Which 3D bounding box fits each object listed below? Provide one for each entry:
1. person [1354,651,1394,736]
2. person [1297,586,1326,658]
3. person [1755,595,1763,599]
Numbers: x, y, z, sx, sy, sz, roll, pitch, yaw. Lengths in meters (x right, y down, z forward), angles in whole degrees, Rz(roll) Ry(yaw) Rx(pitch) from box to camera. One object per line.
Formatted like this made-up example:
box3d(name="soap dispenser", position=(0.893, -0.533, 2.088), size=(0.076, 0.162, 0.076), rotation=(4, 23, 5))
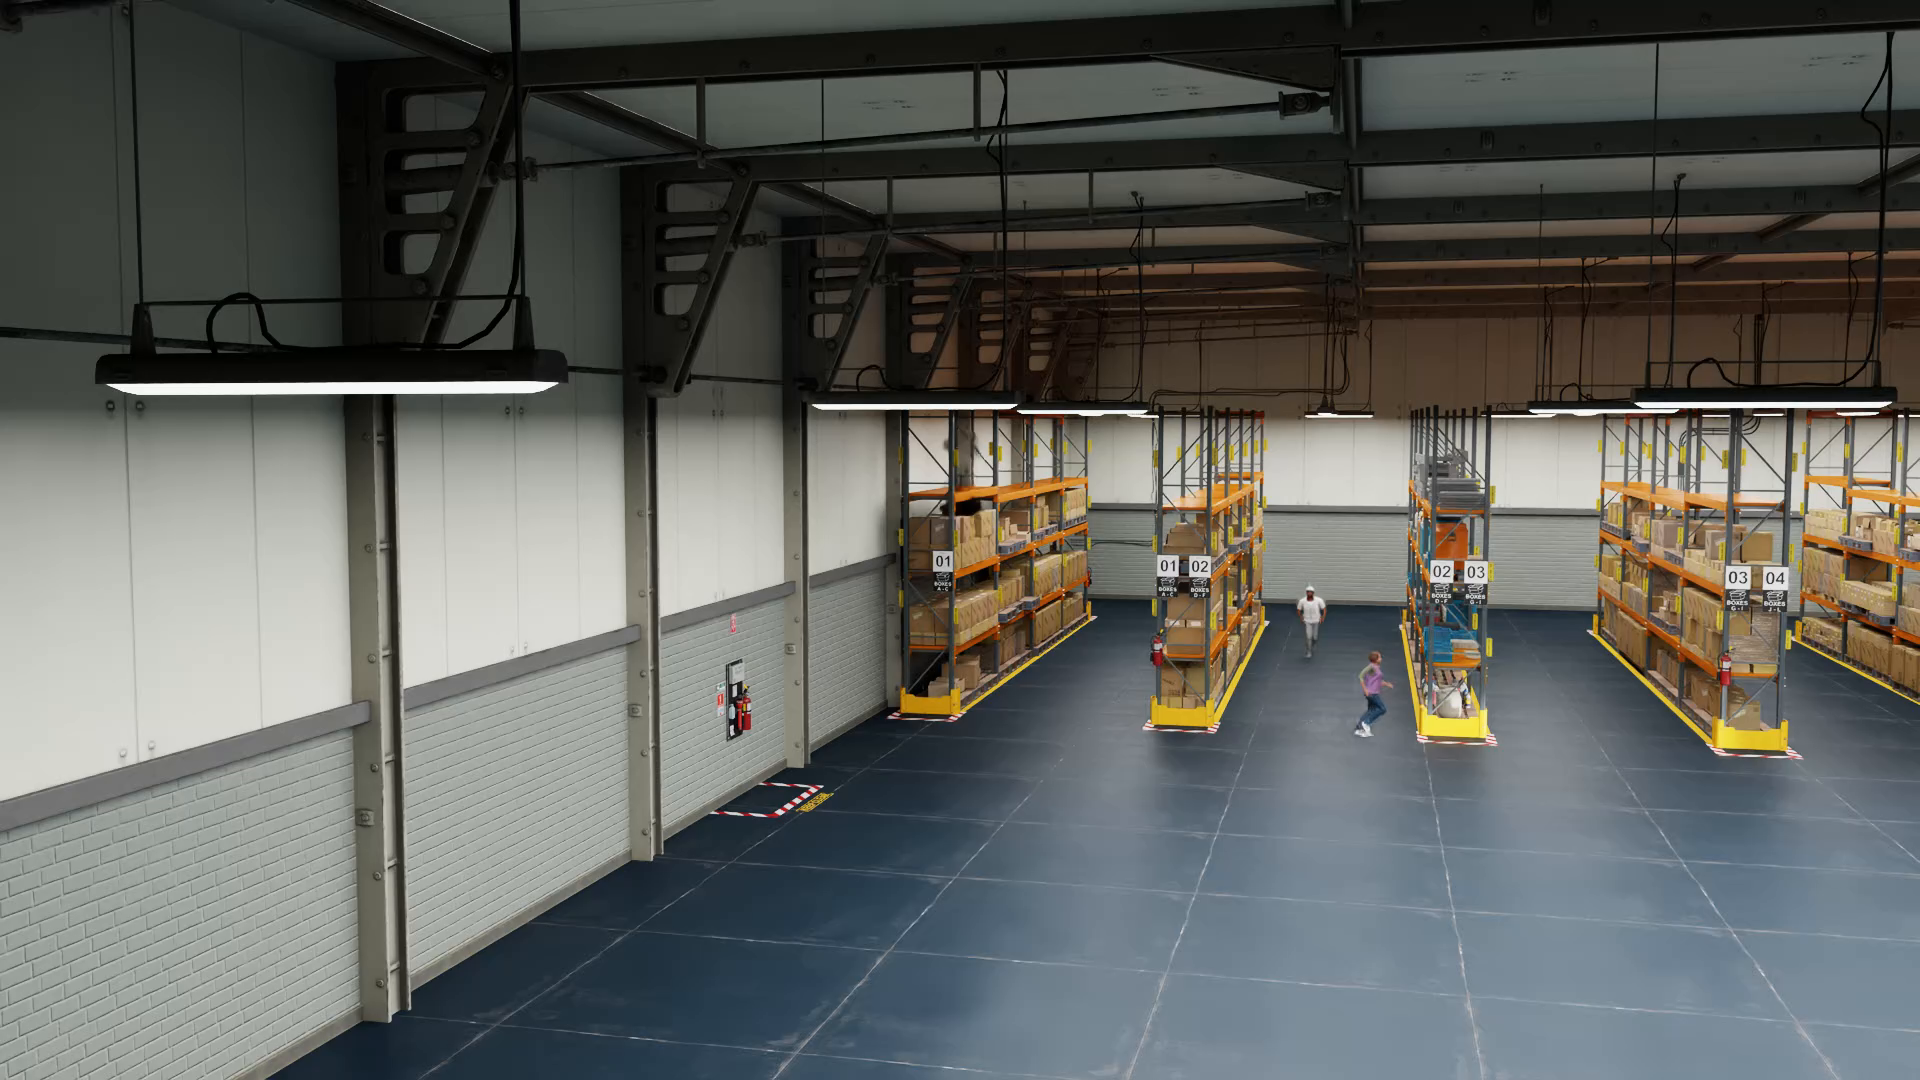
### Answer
box3d(name="person", position=(7.464, 2.777, 29.984), size=(0.689, 1.554, 0.509), rotation=(2, 5, 26))
box3d(name="person", position=(8.509, 1.978, 40.271), size=(0.705, 1.737, 0.662), rotation=(1, 4, 14))
box3d(name="person", position=(20.612, 1.746, 43.321), size=(0.657, 1.759, 0.720), rotation=(3, 5, 36))
